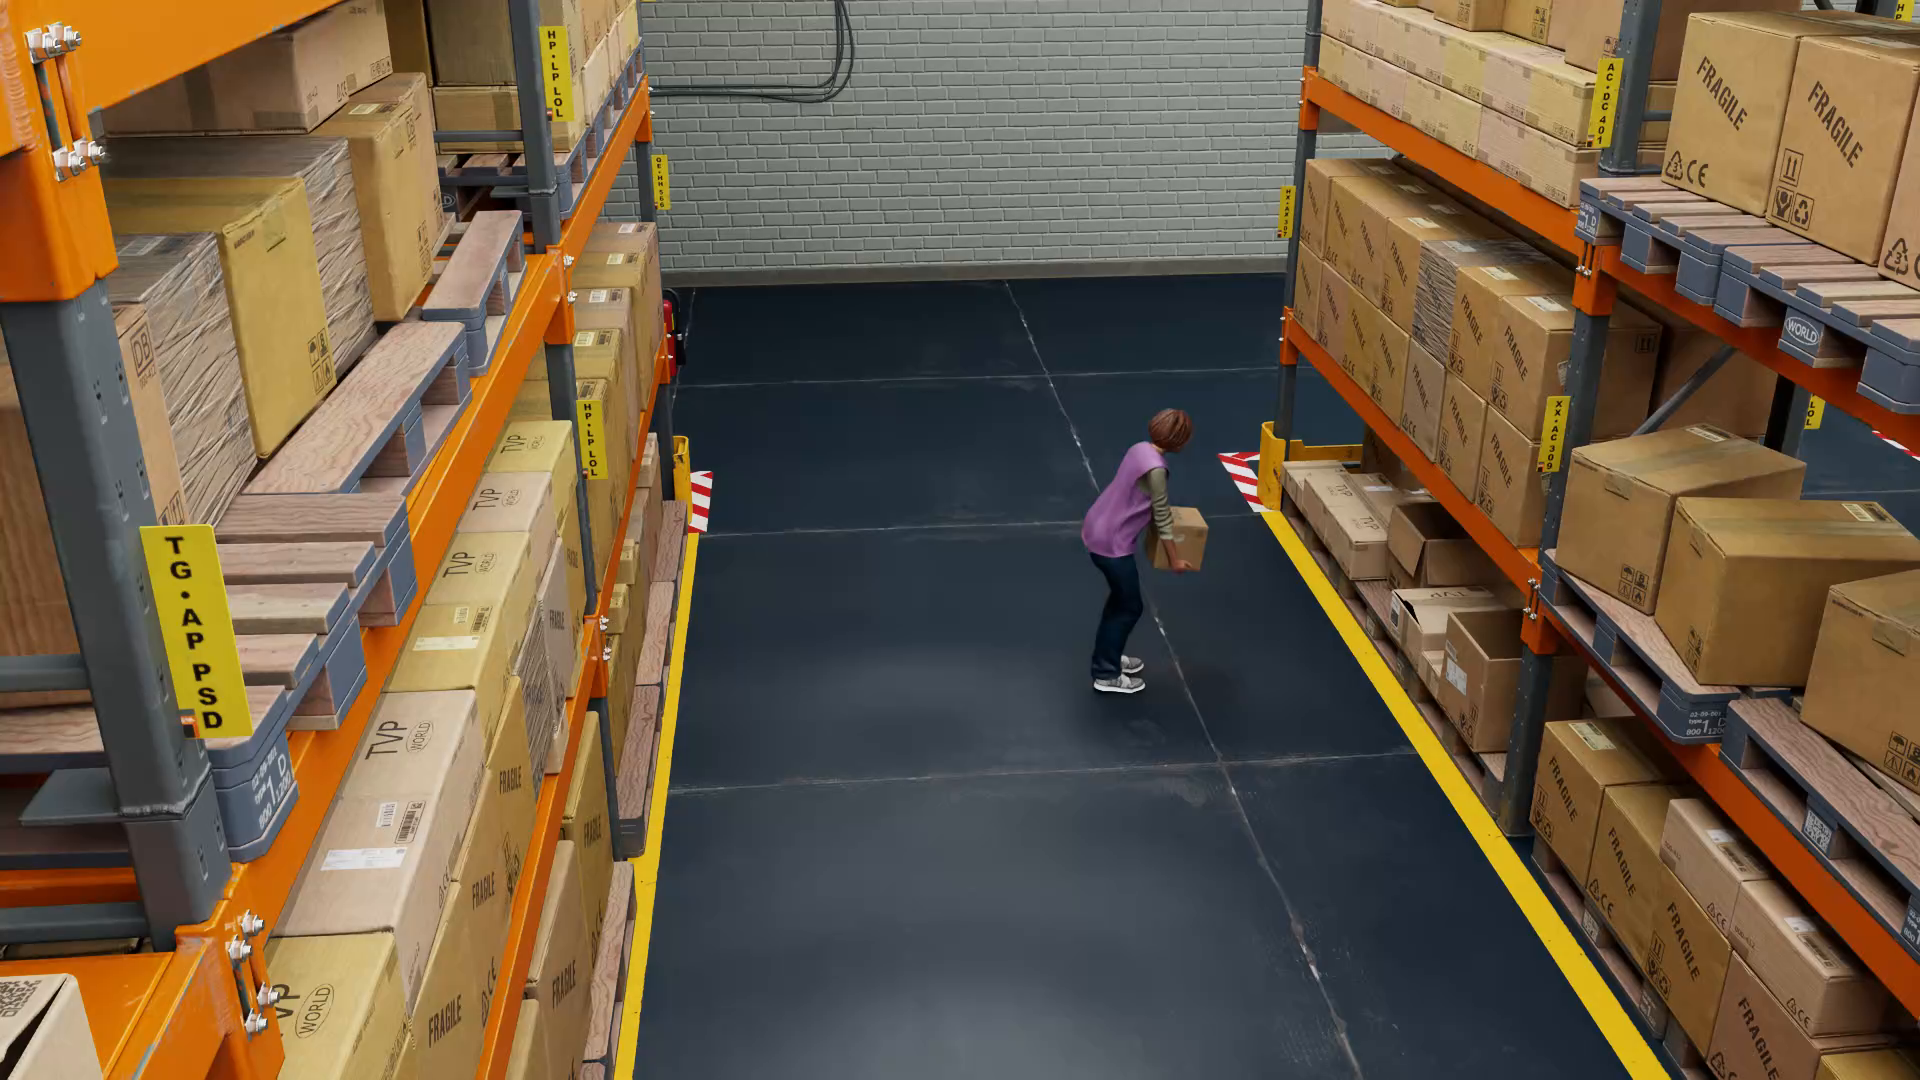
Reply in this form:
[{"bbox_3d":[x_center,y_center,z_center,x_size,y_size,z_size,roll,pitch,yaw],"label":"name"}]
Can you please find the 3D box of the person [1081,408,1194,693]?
[{"bbox_3d":[0.903,0.052,8.596,0.557,1.523,0.377,-3,24,-6],"label":"person"}]
